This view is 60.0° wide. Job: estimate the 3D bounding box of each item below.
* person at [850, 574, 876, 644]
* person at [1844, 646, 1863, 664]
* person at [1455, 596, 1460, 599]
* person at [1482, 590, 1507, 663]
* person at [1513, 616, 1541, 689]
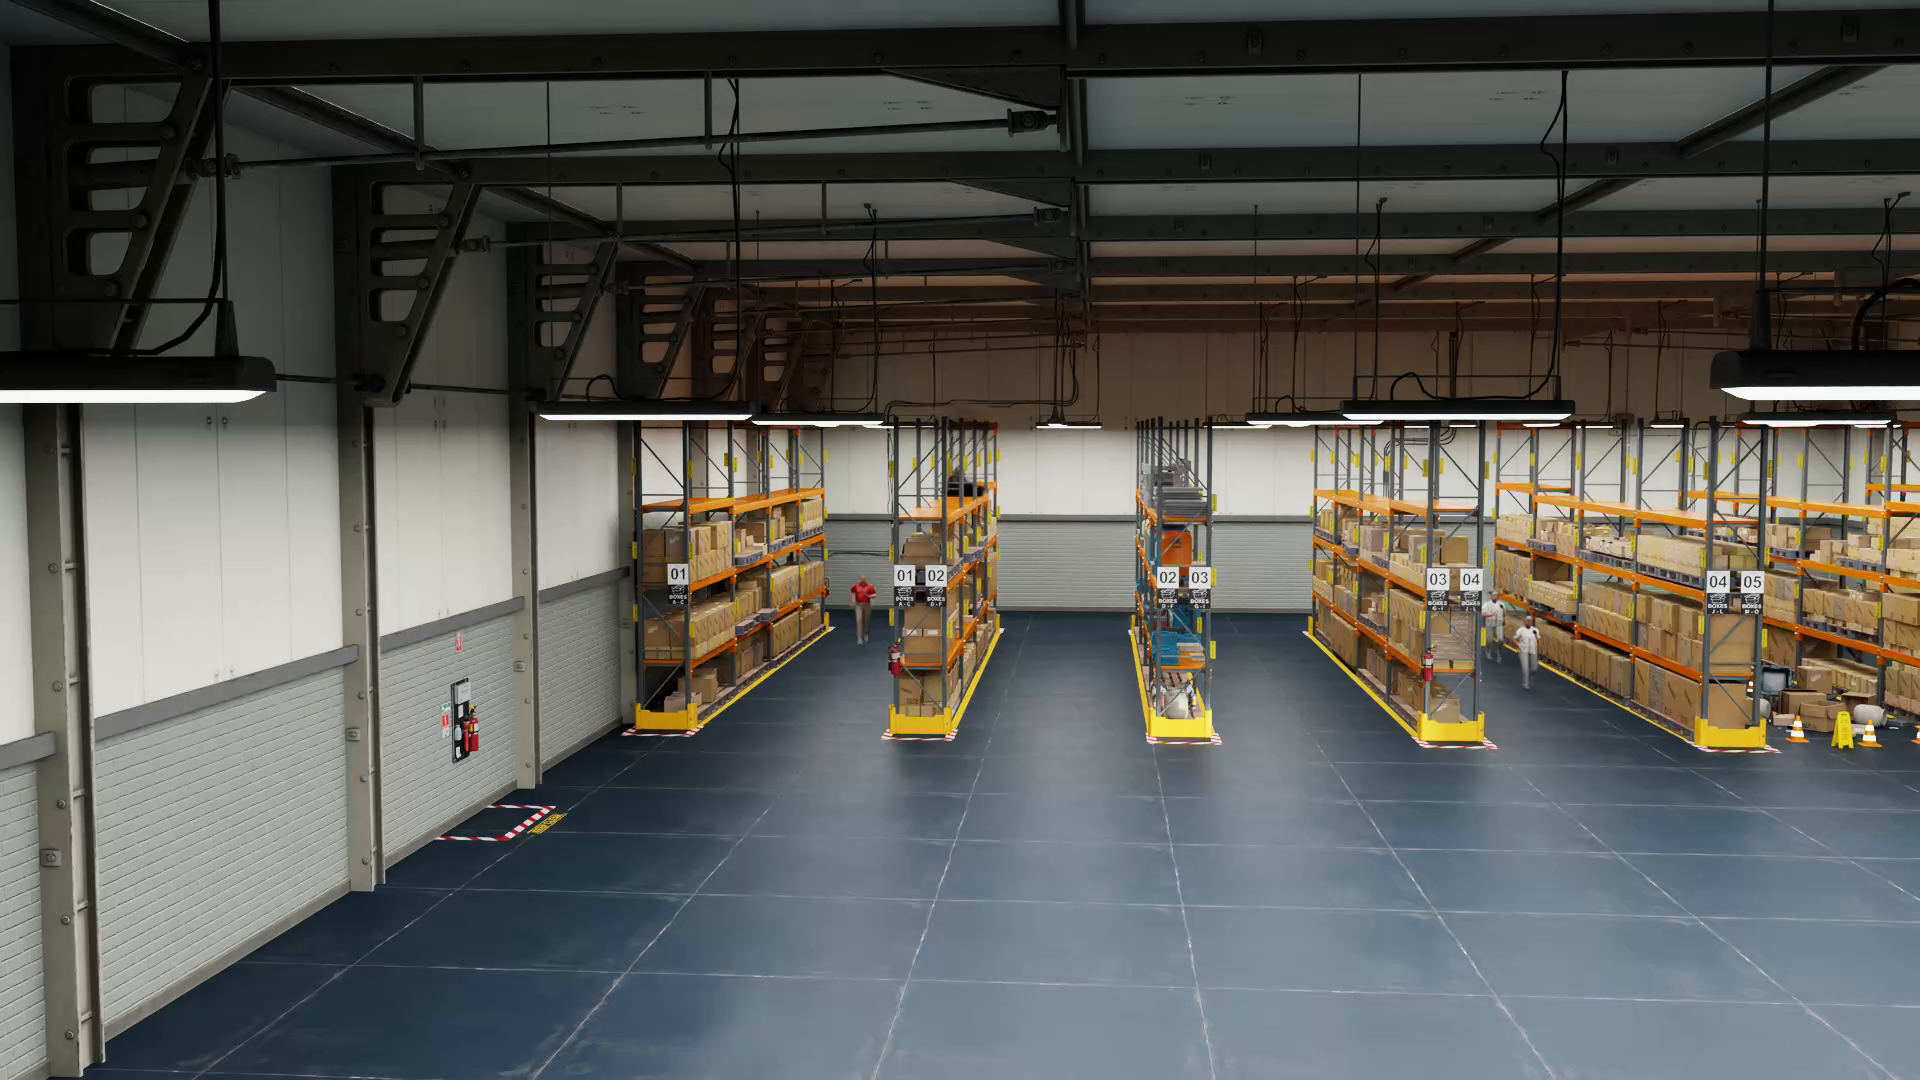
[{"bbox_3d":[-2.484,1.760,42.755,0.657,1.761,0.870,0,4,-5],"label":"person"},{"bbox_3d":[21.742,2.226,40.322,0.707,1.740,0.566,0,4,1],"label":"person"},{"bbox_3d":[13.480,1.926,44.611,0.706,1.784,0.961,0,4,0],"label":"person"},{"bbox_3d":[13.277,2.152,41.313,0.635,1.847,0.765,0,4,8],"label":"person"},{"bbox_3d":[12.641,2.495,37.059,0.608,1.617,0.599,0,4,7],"label":"person"}]
